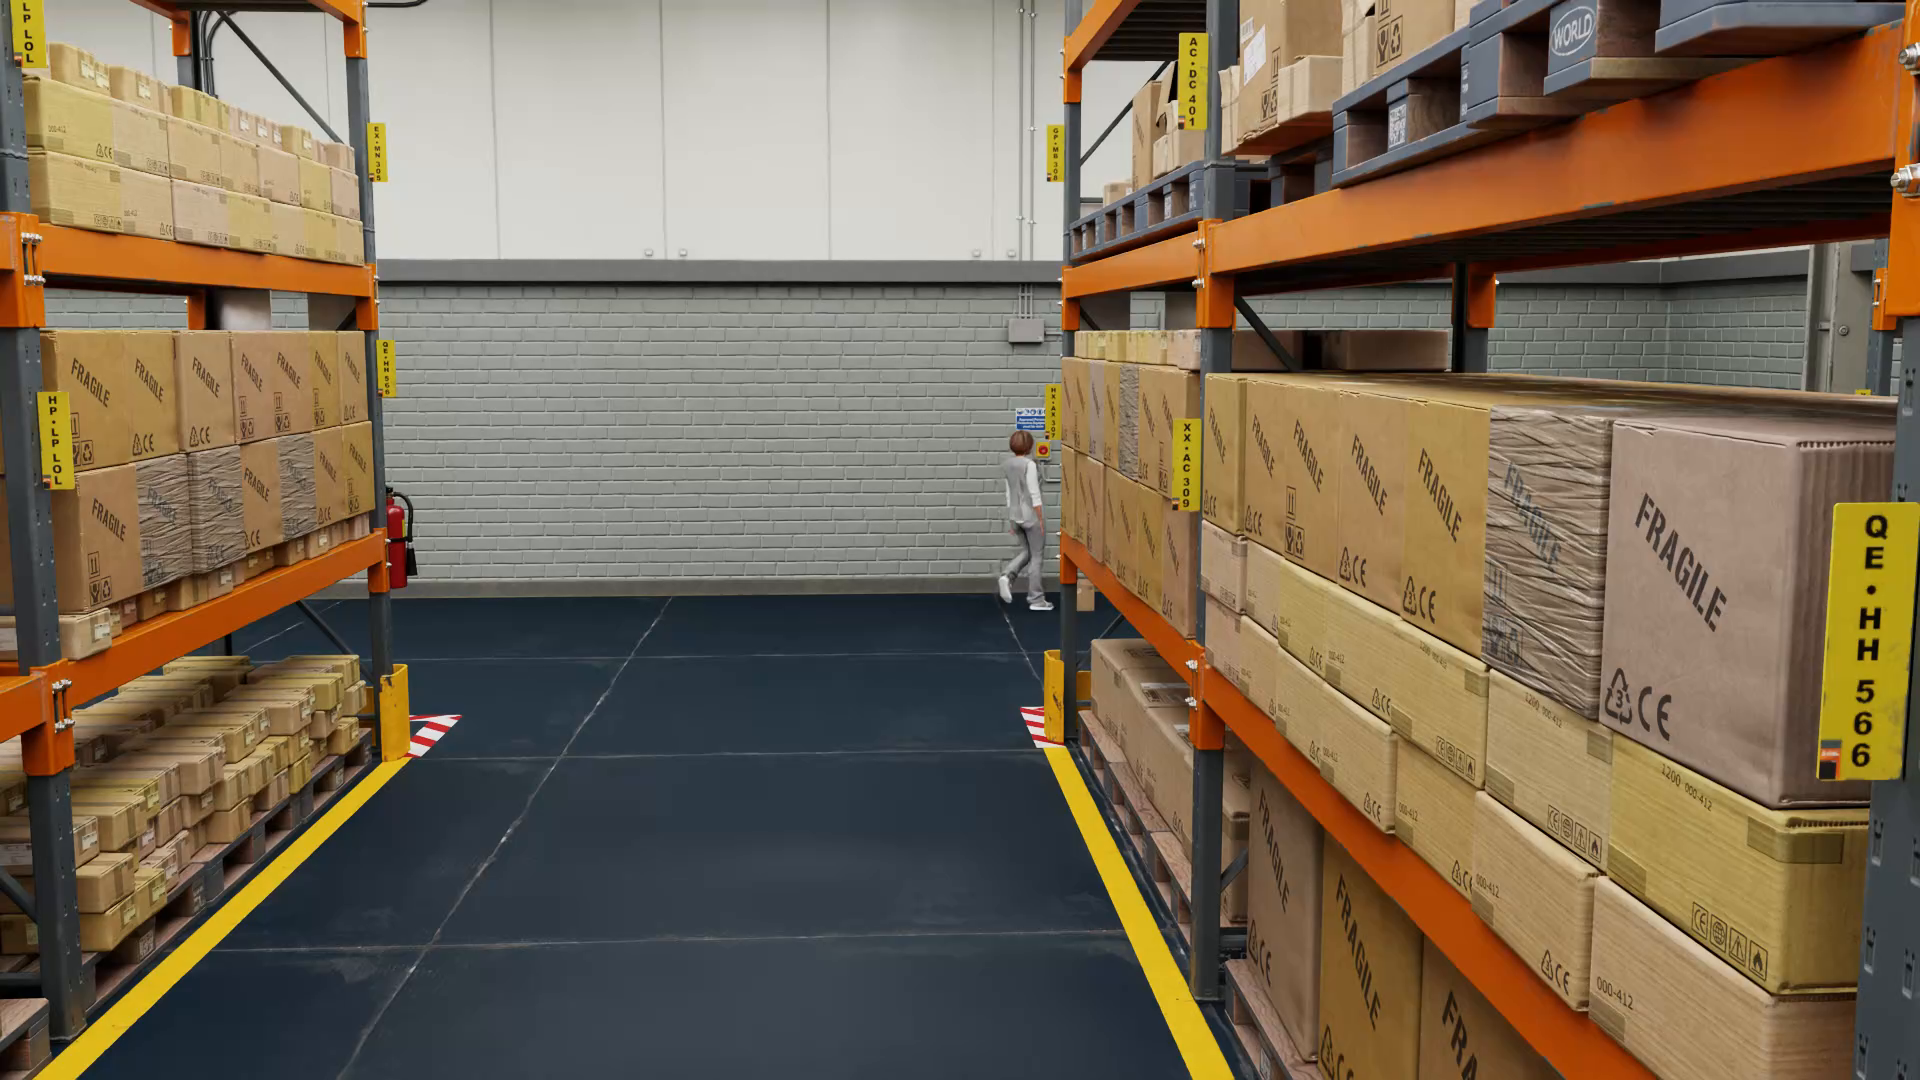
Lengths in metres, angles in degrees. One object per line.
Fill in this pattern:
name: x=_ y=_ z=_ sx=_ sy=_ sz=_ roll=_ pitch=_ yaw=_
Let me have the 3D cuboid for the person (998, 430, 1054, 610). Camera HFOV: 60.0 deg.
person: x=0.578 y=-0.166 z=14.583 sx=0.518 sy=1.600 sz=0.437 roll=-6 pitch=9 yaw=-39
